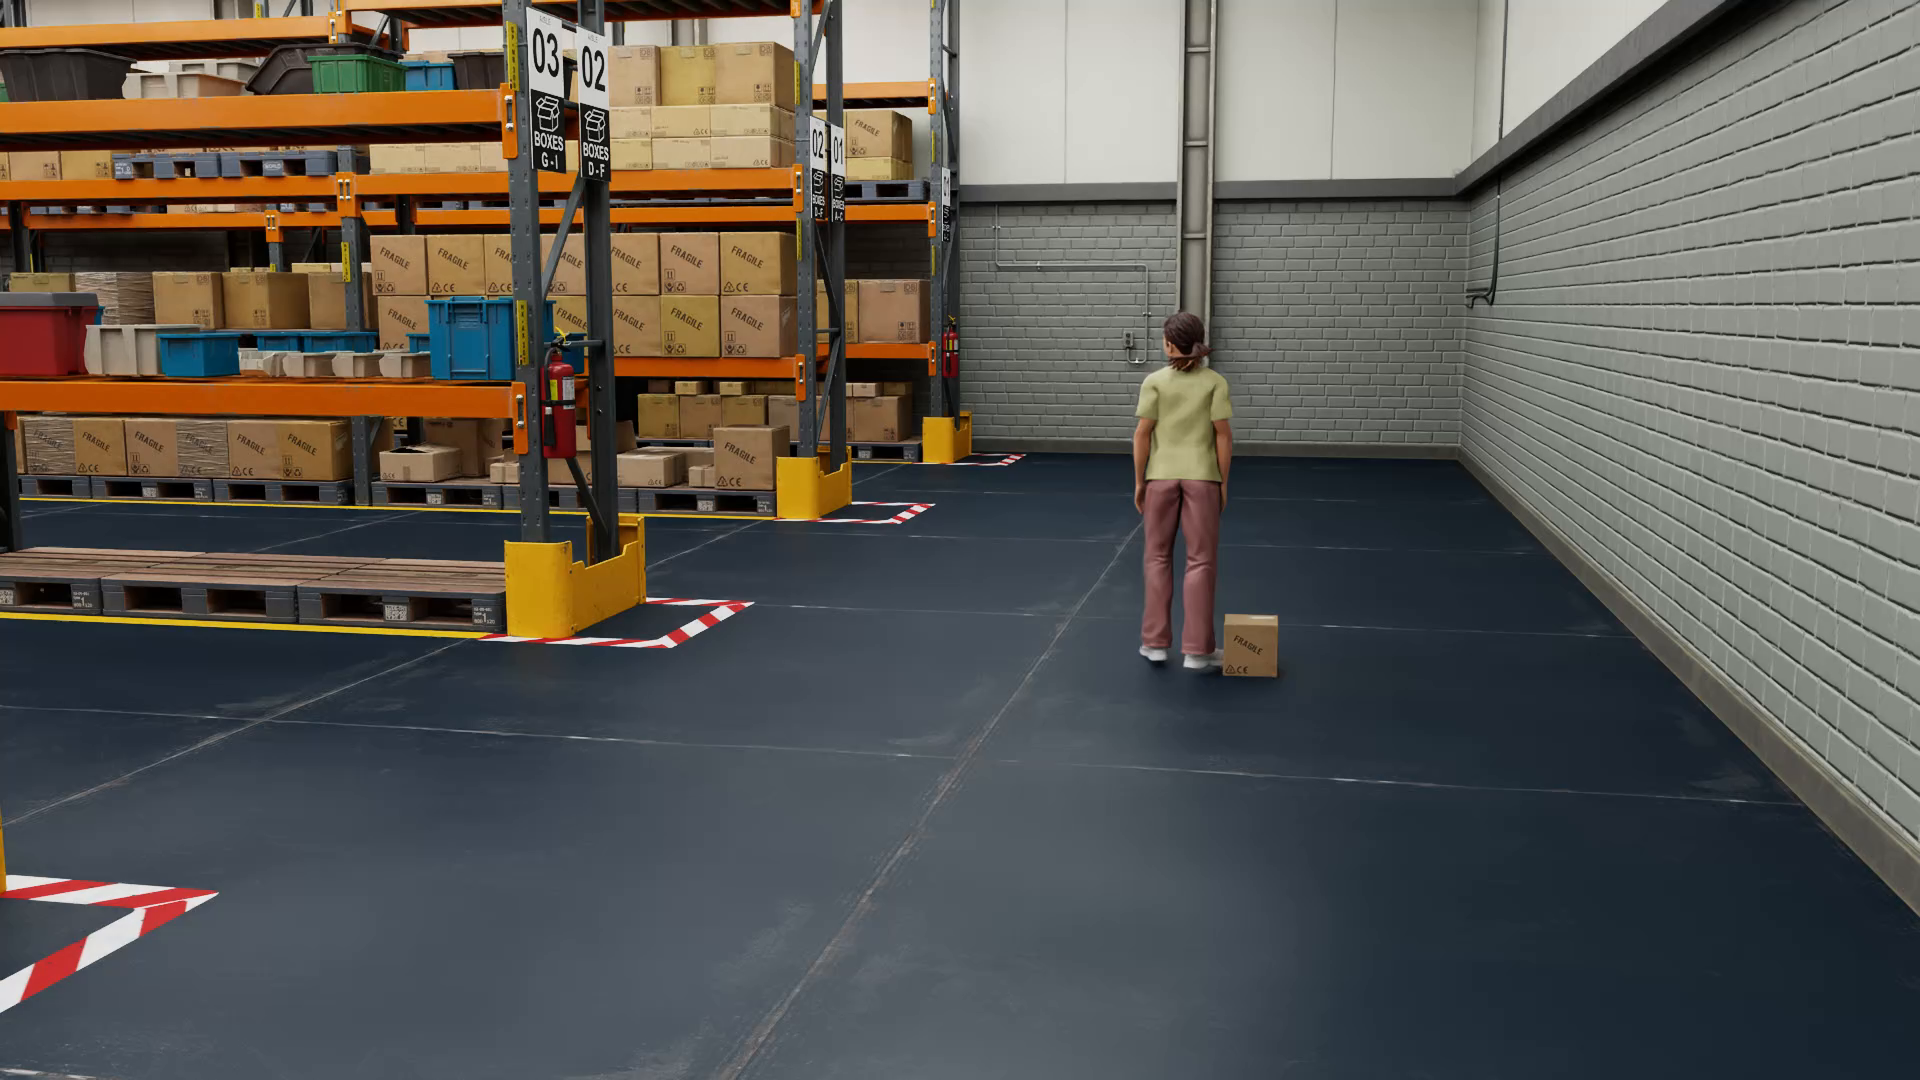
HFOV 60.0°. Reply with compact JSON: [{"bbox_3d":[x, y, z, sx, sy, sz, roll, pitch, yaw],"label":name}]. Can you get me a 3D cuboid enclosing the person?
[{"bbox_3d":[1.067,-0.240,7.910,0.477,1.674,0.482,2,8,12],"label":"person"}]
